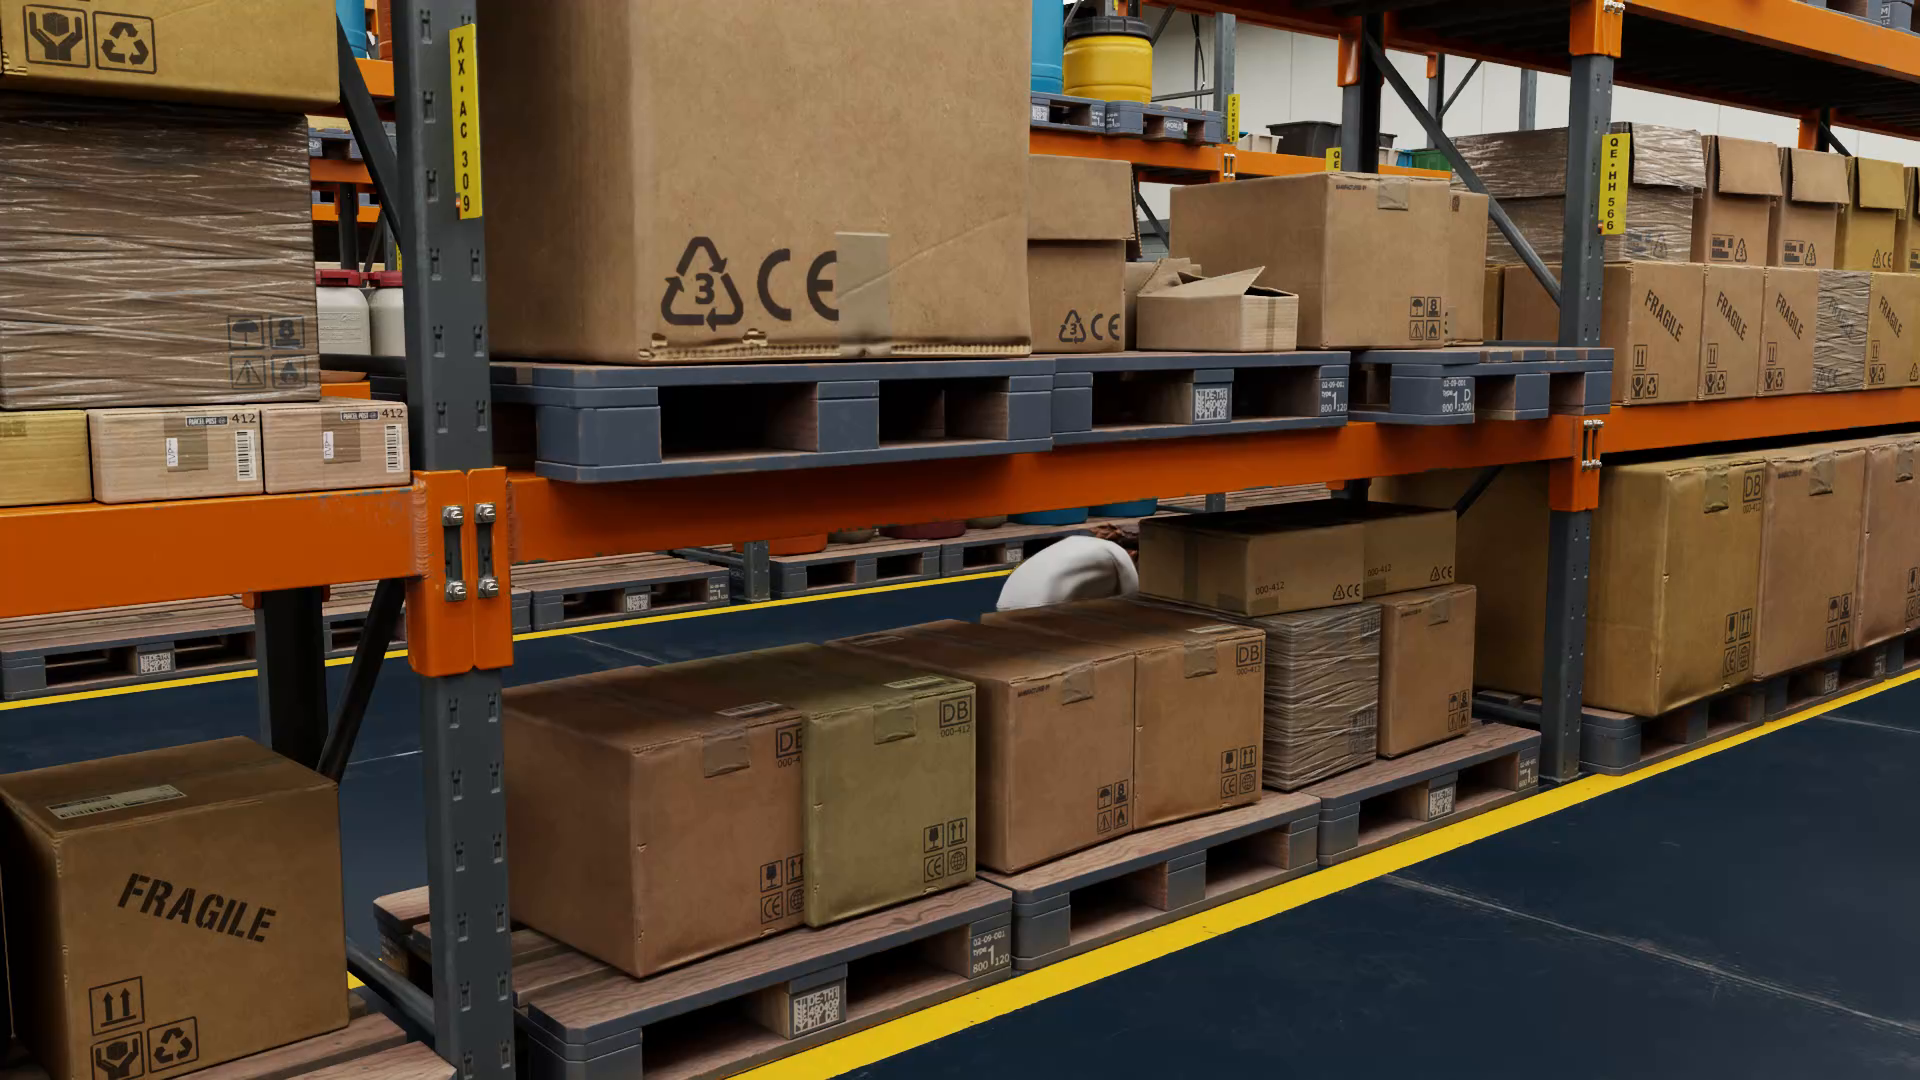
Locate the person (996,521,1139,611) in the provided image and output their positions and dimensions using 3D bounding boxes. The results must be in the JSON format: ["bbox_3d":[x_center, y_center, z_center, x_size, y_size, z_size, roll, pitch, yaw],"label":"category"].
[{"bbox_3d":[0.523,0.328,7.005,0.848,0.791,0.455,-7,10,-42],"label":"person"}]
